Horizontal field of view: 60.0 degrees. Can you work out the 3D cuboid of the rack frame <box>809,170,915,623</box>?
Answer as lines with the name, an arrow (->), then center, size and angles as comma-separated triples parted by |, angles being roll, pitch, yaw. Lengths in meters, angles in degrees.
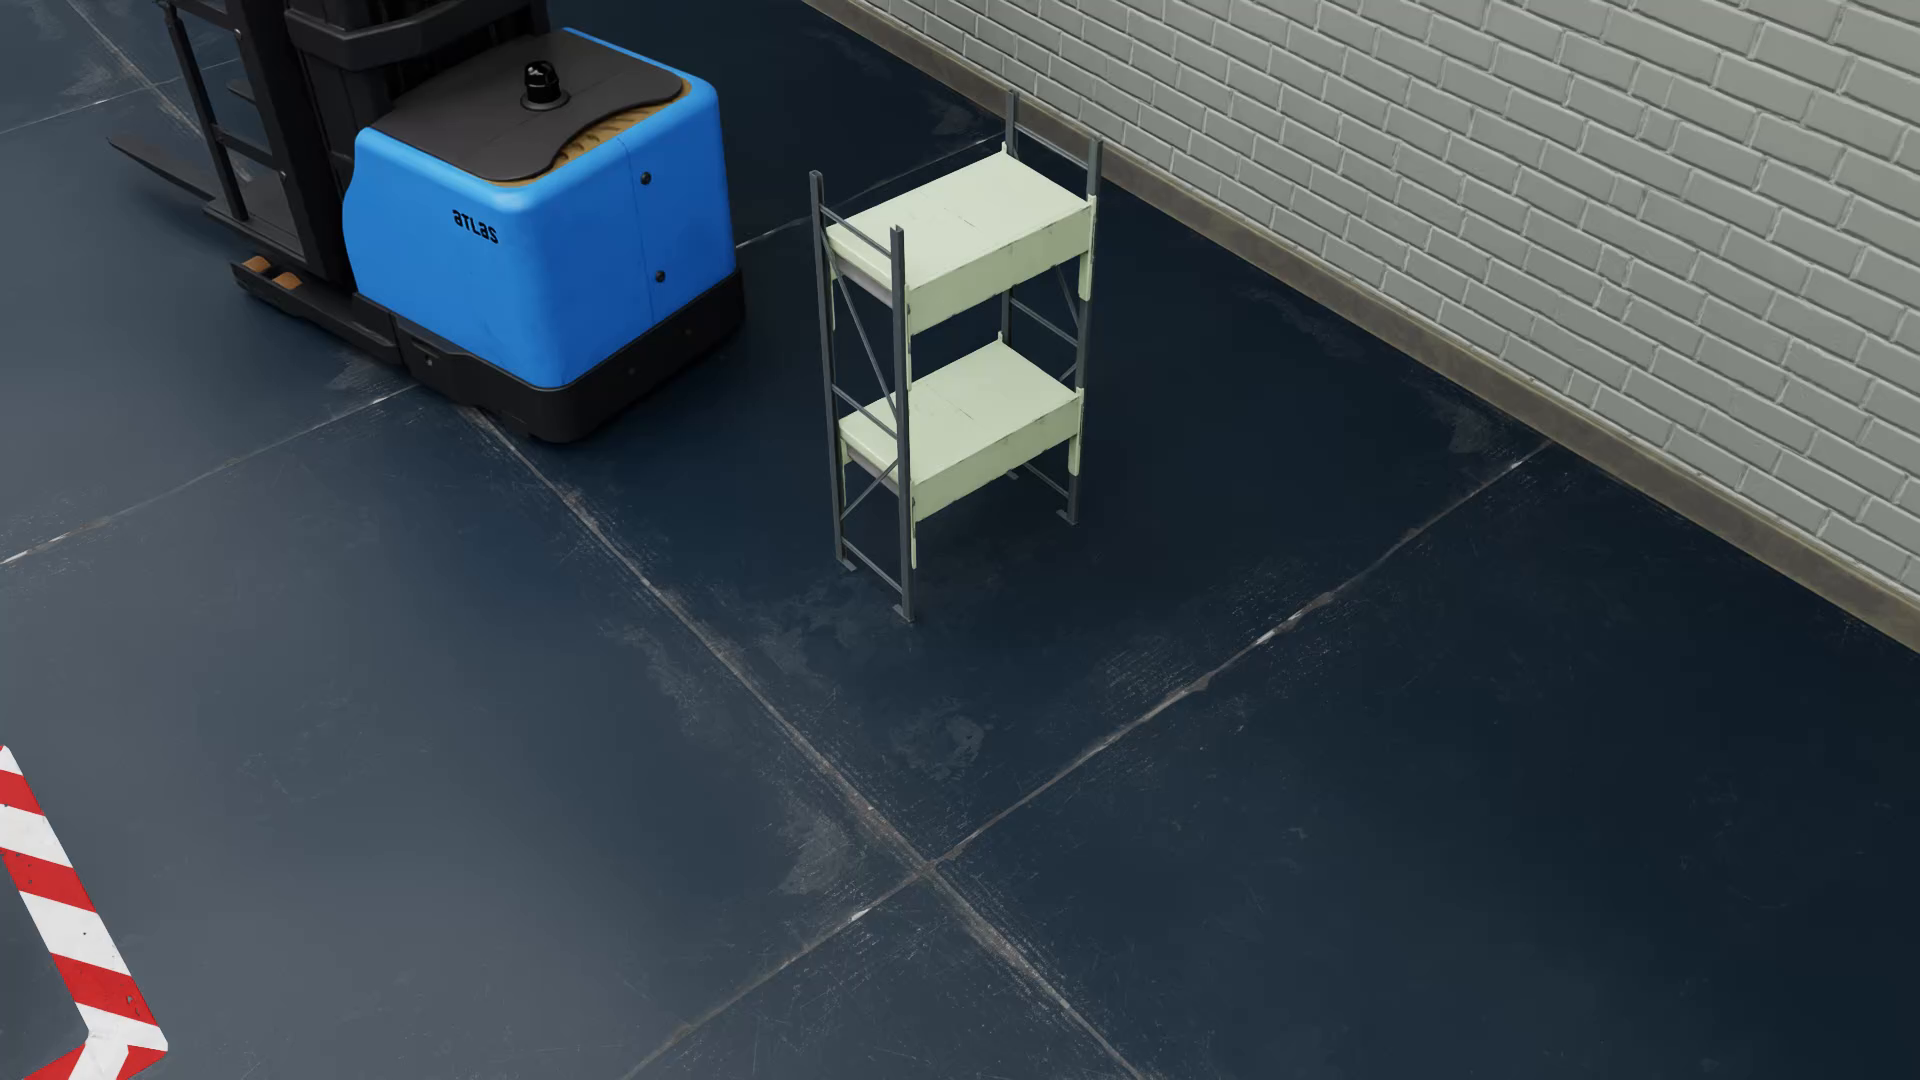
rack frame -> -0.286, -0.383, 5.062 | 0.023, 1.500, 0.400 | -30, 51, -28

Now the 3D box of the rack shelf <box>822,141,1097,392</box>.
rack shelf -> -0.005, -0.828, 4.966 | 0.720, 0.370, 0.431 | -30, 51, -28

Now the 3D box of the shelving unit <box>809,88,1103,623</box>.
shelving unit -> -0.005, -0.544, 5.233 | 0.755, 1.500, 0.431 | -30, 51, -28

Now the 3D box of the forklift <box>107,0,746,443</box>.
forklift -> -2.335, -2.243, 5.997 | 3.031, 2.935, 1.130 | 27, 49, 26

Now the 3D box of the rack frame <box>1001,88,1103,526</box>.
rack frame -> 0.276, -0.705, 5.405 | 0.023, 1.500, 0.400 | -30, 51, -28

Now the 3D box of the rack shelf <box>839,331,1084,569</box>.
rack shelf -> -0.005, -0.306, 5.457 | 0.720, 0.370, 0.431 | -30, 51, -28
